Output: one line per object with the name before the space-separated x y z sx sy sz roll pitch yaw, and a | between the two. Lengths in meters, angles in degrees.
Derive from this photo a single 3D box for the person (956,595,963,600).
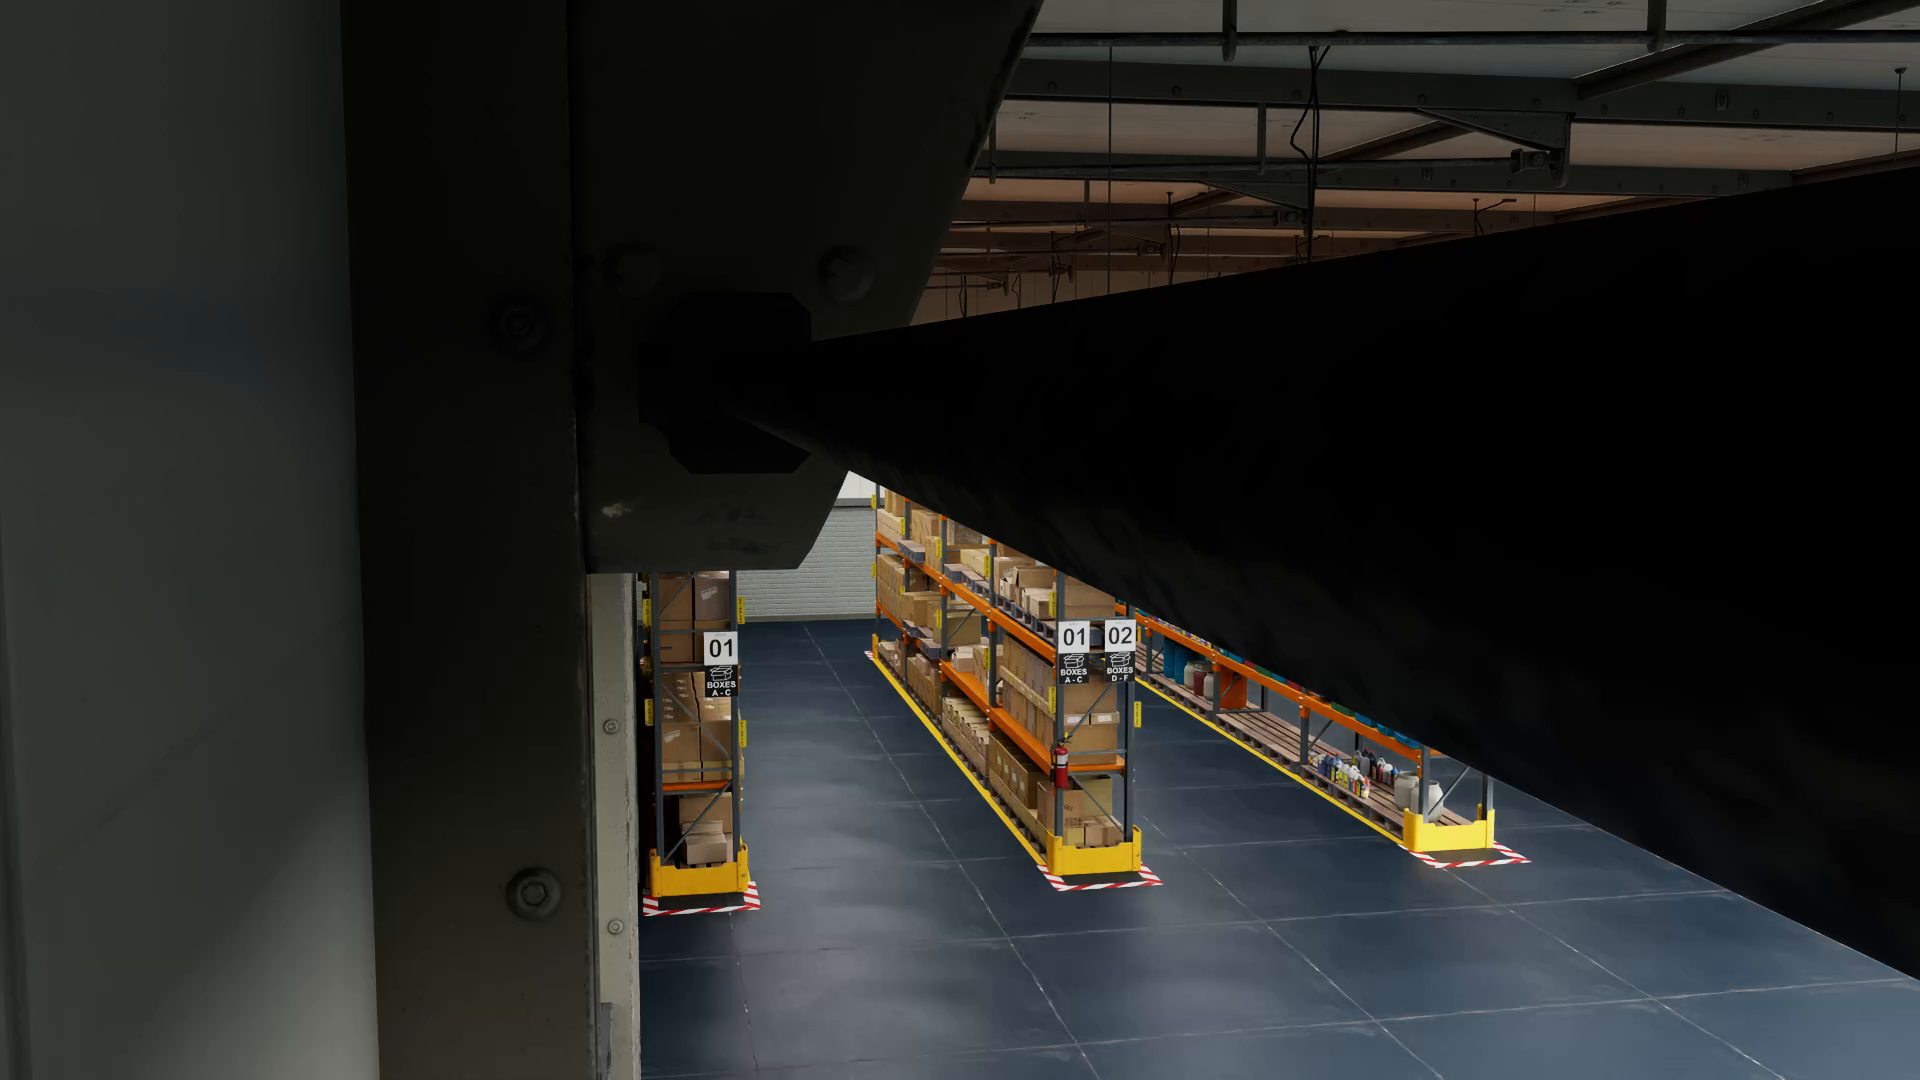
person | 0.133 1.621 37.865 0.458 1.642 0.931 -2 6 -15
